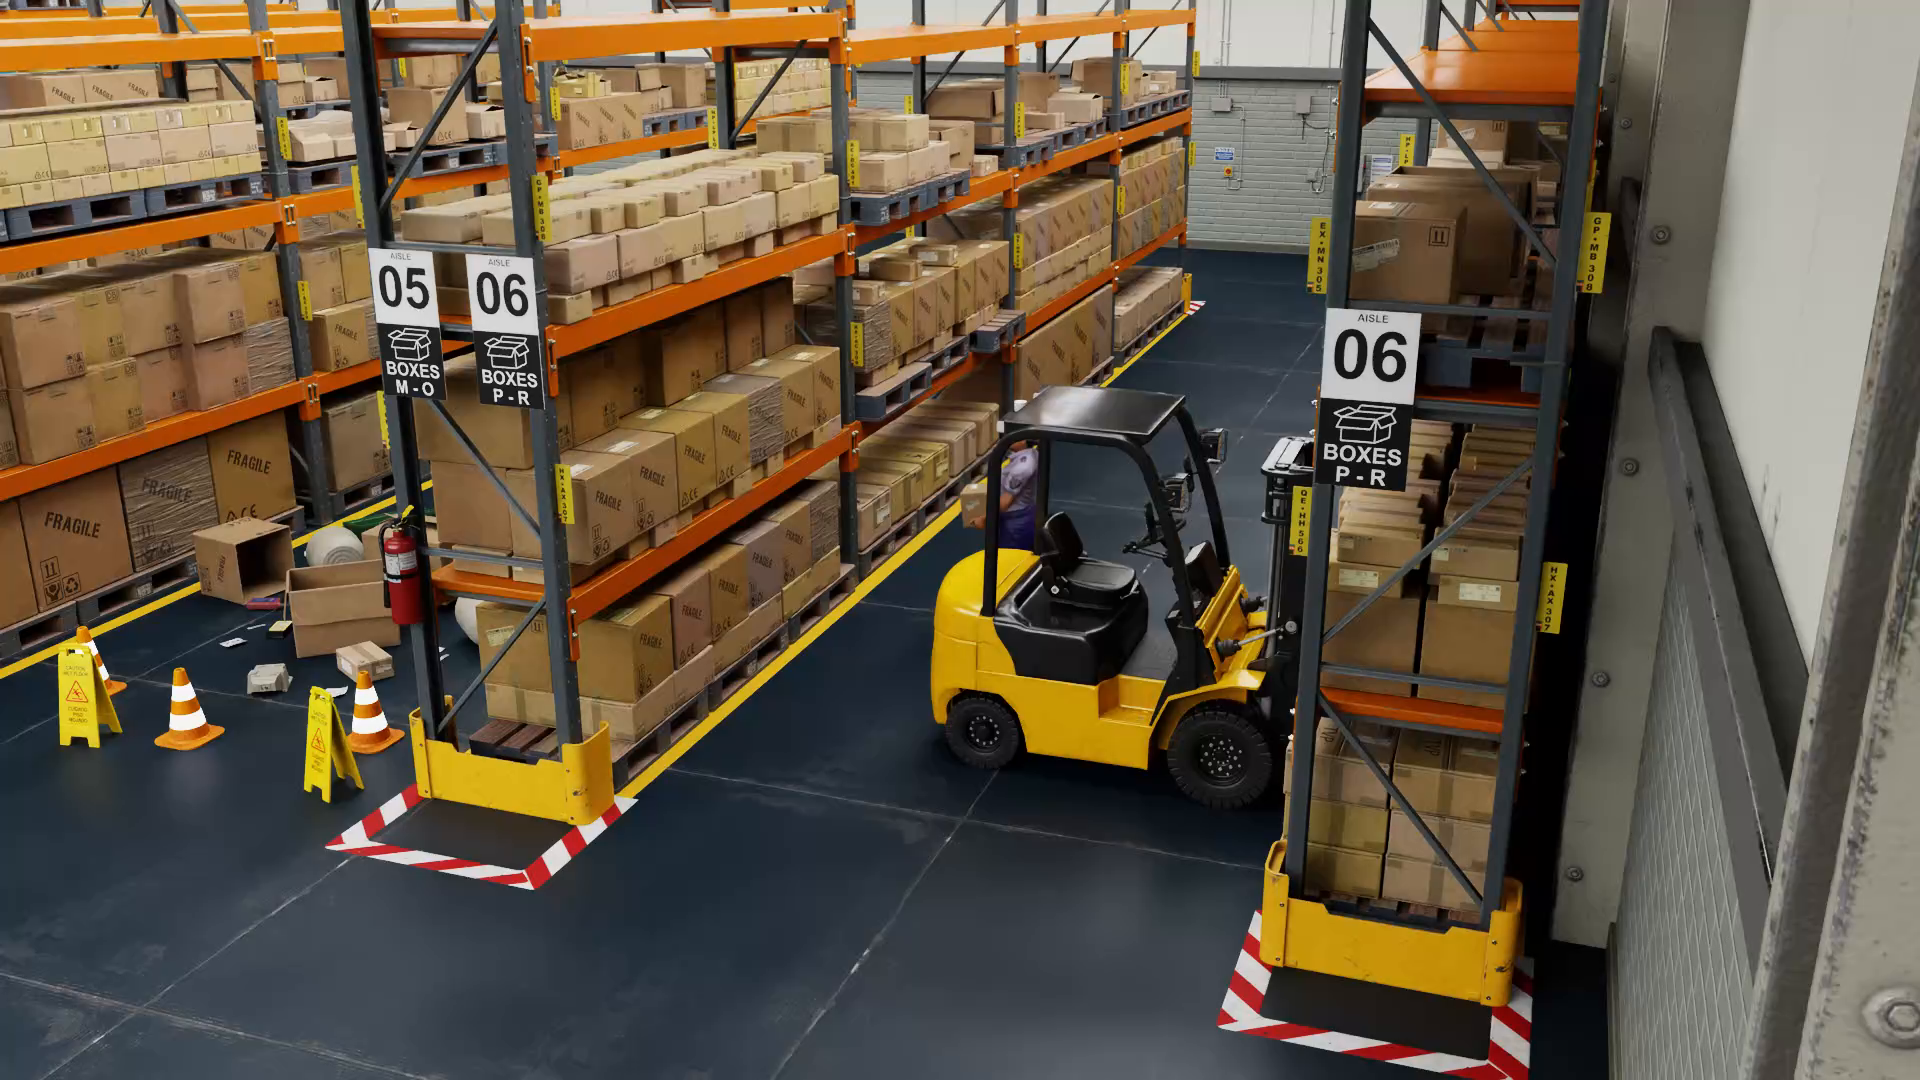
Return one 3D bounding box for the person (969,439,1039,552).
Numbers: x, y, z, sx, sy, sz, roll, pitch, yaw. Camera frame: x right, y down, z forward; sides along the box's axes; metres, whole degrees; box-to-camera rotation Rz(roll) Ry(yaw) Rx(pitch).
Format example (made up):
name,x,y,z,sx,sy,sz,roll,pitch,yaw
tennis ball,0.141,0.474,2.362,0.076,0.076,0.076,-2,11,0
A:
name,x,y,z,sx,sy,sz,roll,pitch,yaw
person,0.337,-0.075,11.821,0.516,1.643,0.451,4,19,11
